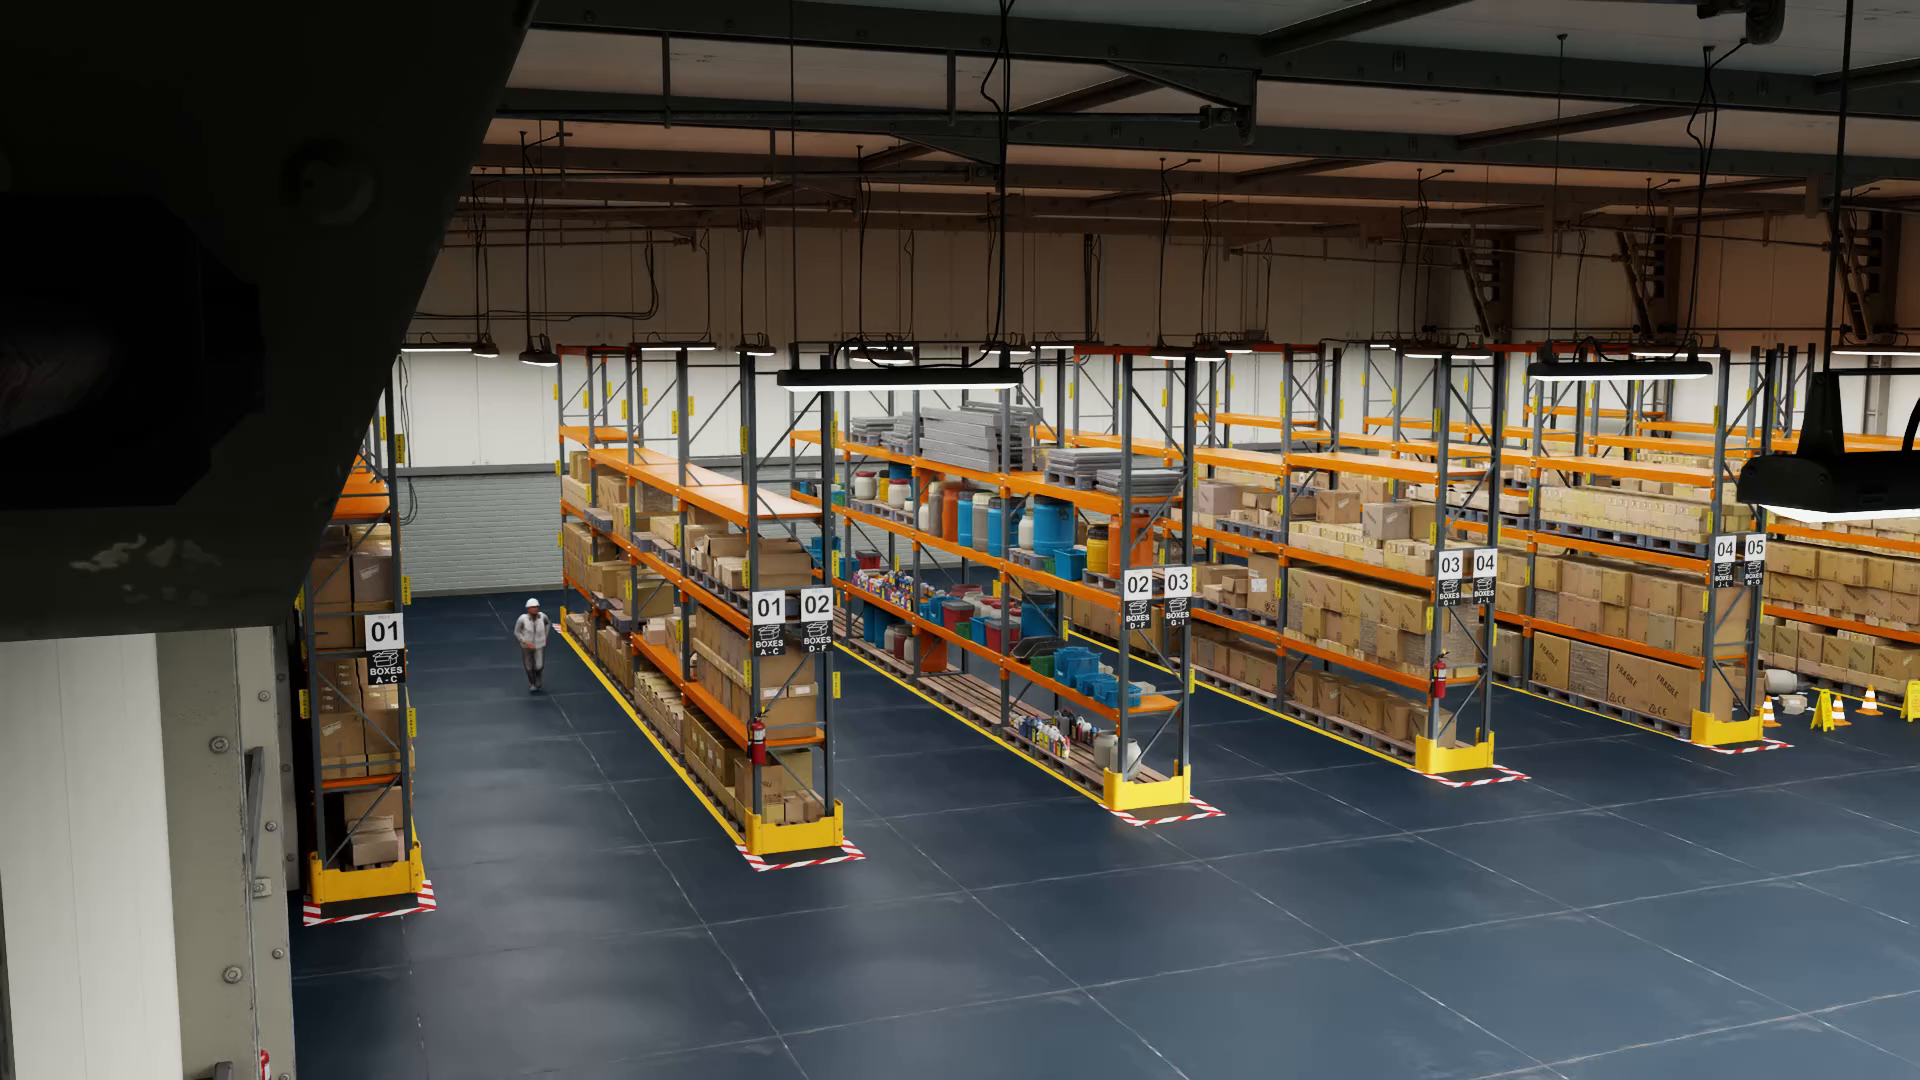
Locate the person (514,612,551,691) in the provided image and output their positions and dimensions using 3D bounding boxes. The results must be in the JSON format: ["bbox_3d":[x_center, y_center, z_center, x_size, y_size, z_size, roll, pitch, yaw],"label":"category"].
[{"bbox_3d":[-7.443,1.935,29.005,0.613,1.454,0.672,-2,7,-12],"label":"person"}]

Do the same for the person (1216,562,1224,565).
[{"bbox_3d":[5.286,0.672,34.419,0.532,0.663,0.318,-2,7,-12],"label":"person"}]

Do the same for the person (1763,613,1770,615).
[{"bbox_3d":[16.053,1.274,33.071,0.526,1.635,0.747,-4,8,-31],"label":"person"}]
